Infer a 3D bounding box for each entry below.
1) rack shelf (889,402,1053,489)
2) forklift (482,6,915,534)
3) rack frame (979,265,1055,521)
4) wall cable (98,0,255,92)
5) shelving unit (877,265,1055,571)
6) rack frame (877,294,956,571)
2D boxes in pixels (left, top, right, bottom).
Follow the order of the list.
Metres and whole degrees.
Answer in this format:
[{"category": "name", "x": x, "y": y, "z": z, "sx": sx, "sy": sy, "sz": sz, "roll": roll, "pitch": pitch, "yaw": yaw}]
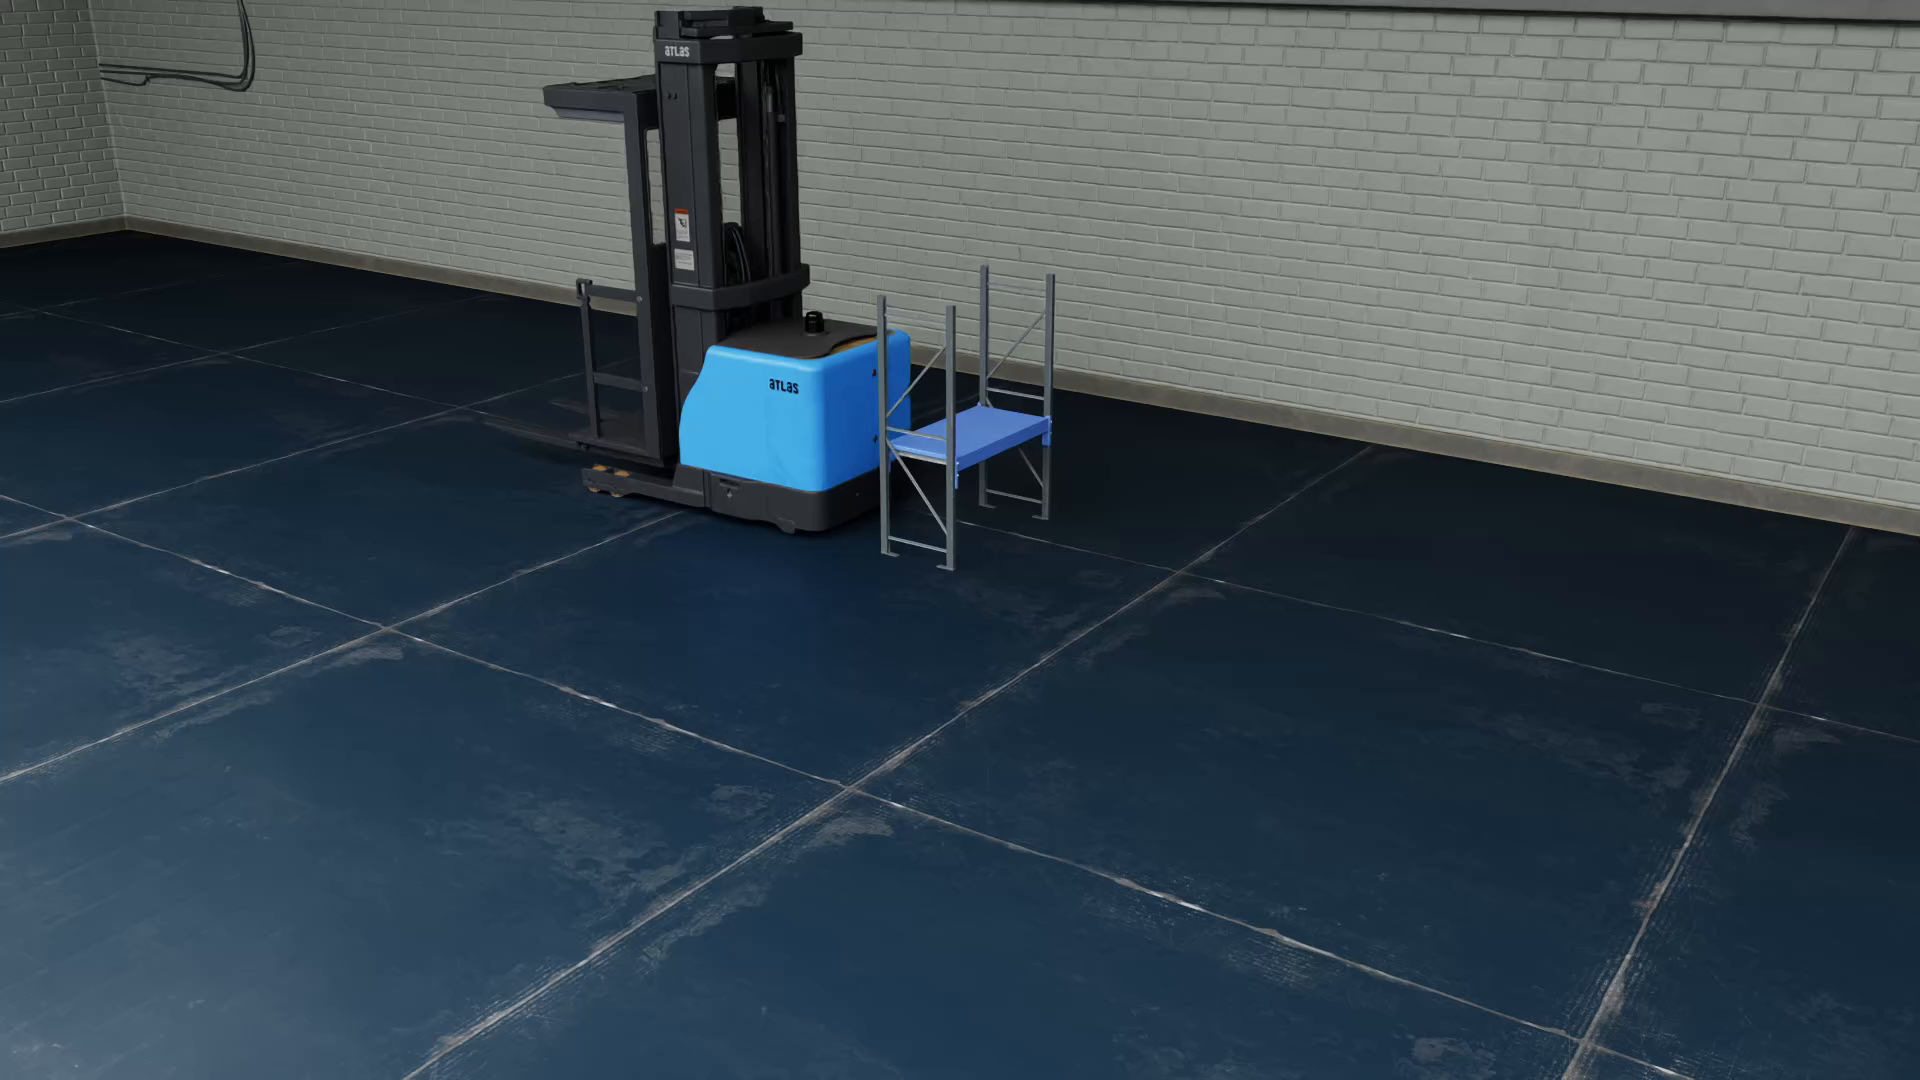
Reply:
[{"category": "rack shelf", "x": 0.048, "y": -0.559, "z": 9.633, "sx": 0.538, "sy": 0.185, "sz": 1.000, "roll": 13, "pitch": 24, "yaw": 32}, {"category": "forklift", "x": -1.801, "y": -1.780, "z": 10.353, "sx": 3.031, "sy": 2.935, "sz": 1.130, "roll": 13, "pitch": 24, "yaw": 31}, {"category": "rack frame", "x": 0.334, "y": -0.874, "z": 9.965, "sx": 0.500, "sy": 1.500, "sz": 0.032, "roll": 13, "pitch": 24, "yaw": 32}, {"category": "wall cable", "x": -8.696, "y": -6.160, "z": 17.924, "sx": 3.097, "sy": 2.526, "sz": 0.112, "roll": 13, "pitch": 24, "yaw": 32}, {"category": "shelving unit", "x": 0.048, "y": -0.728, "z": 9.571, "sx": 0.538, "sy": 1.500, "sz": 1.048, "roll": 13, "pitch": 24, "yaw": 32}, {"category": "rack frame", "x": -0.238, "y": -0.582, "z": 9.177, "sx": 0.500, "sy": 1.500, "sz": 0.032, "roll": 13, "pitch": 24, "yaw": 32}]
